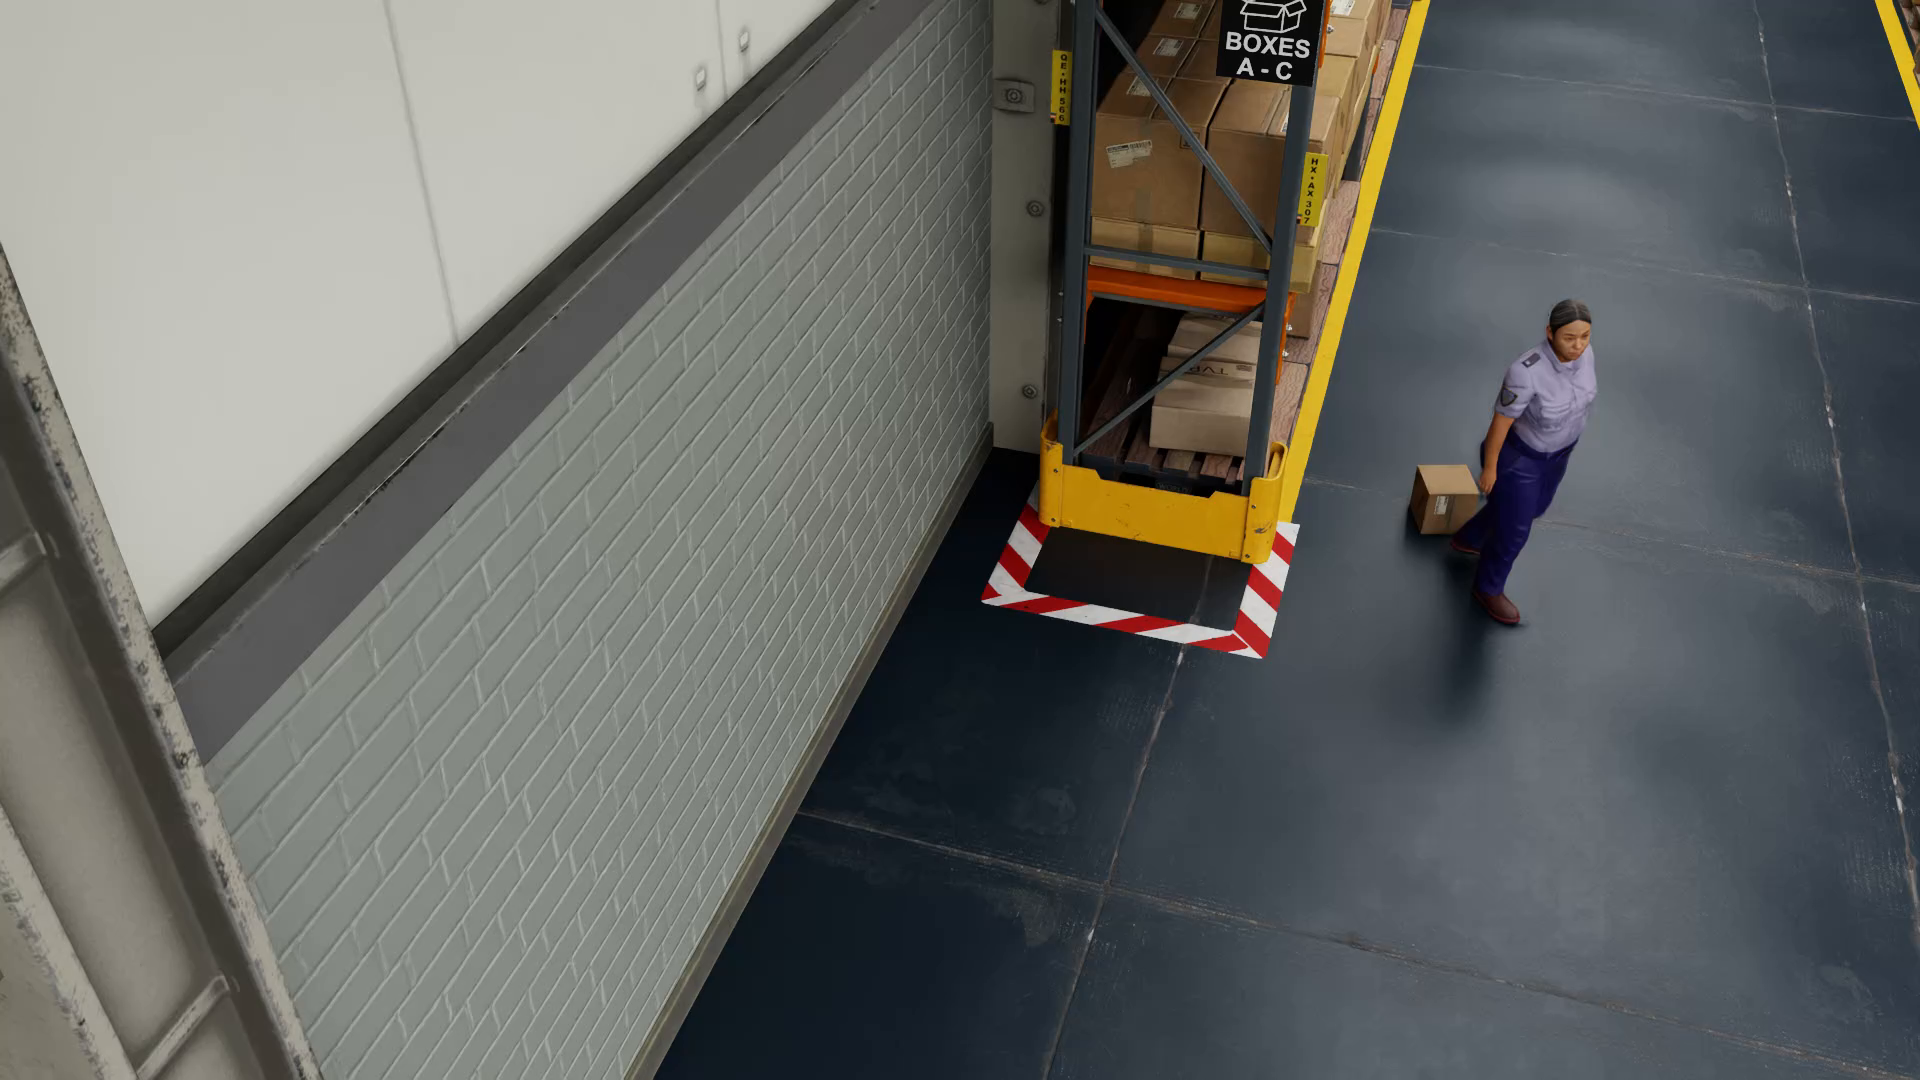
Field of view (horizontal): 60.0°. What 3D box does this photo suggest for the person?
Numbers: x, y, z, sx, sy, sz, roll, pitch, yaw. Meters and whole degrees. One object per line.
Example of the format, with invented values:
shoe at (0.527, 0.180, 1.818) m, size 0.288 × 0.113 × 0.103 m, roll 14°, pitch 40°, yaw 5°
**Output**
person at (2.503, -0.418, 7.465) m, size 0.549 × 1.620 × 0.558 m, roll -23°, pitch 43°, yaw -28°
